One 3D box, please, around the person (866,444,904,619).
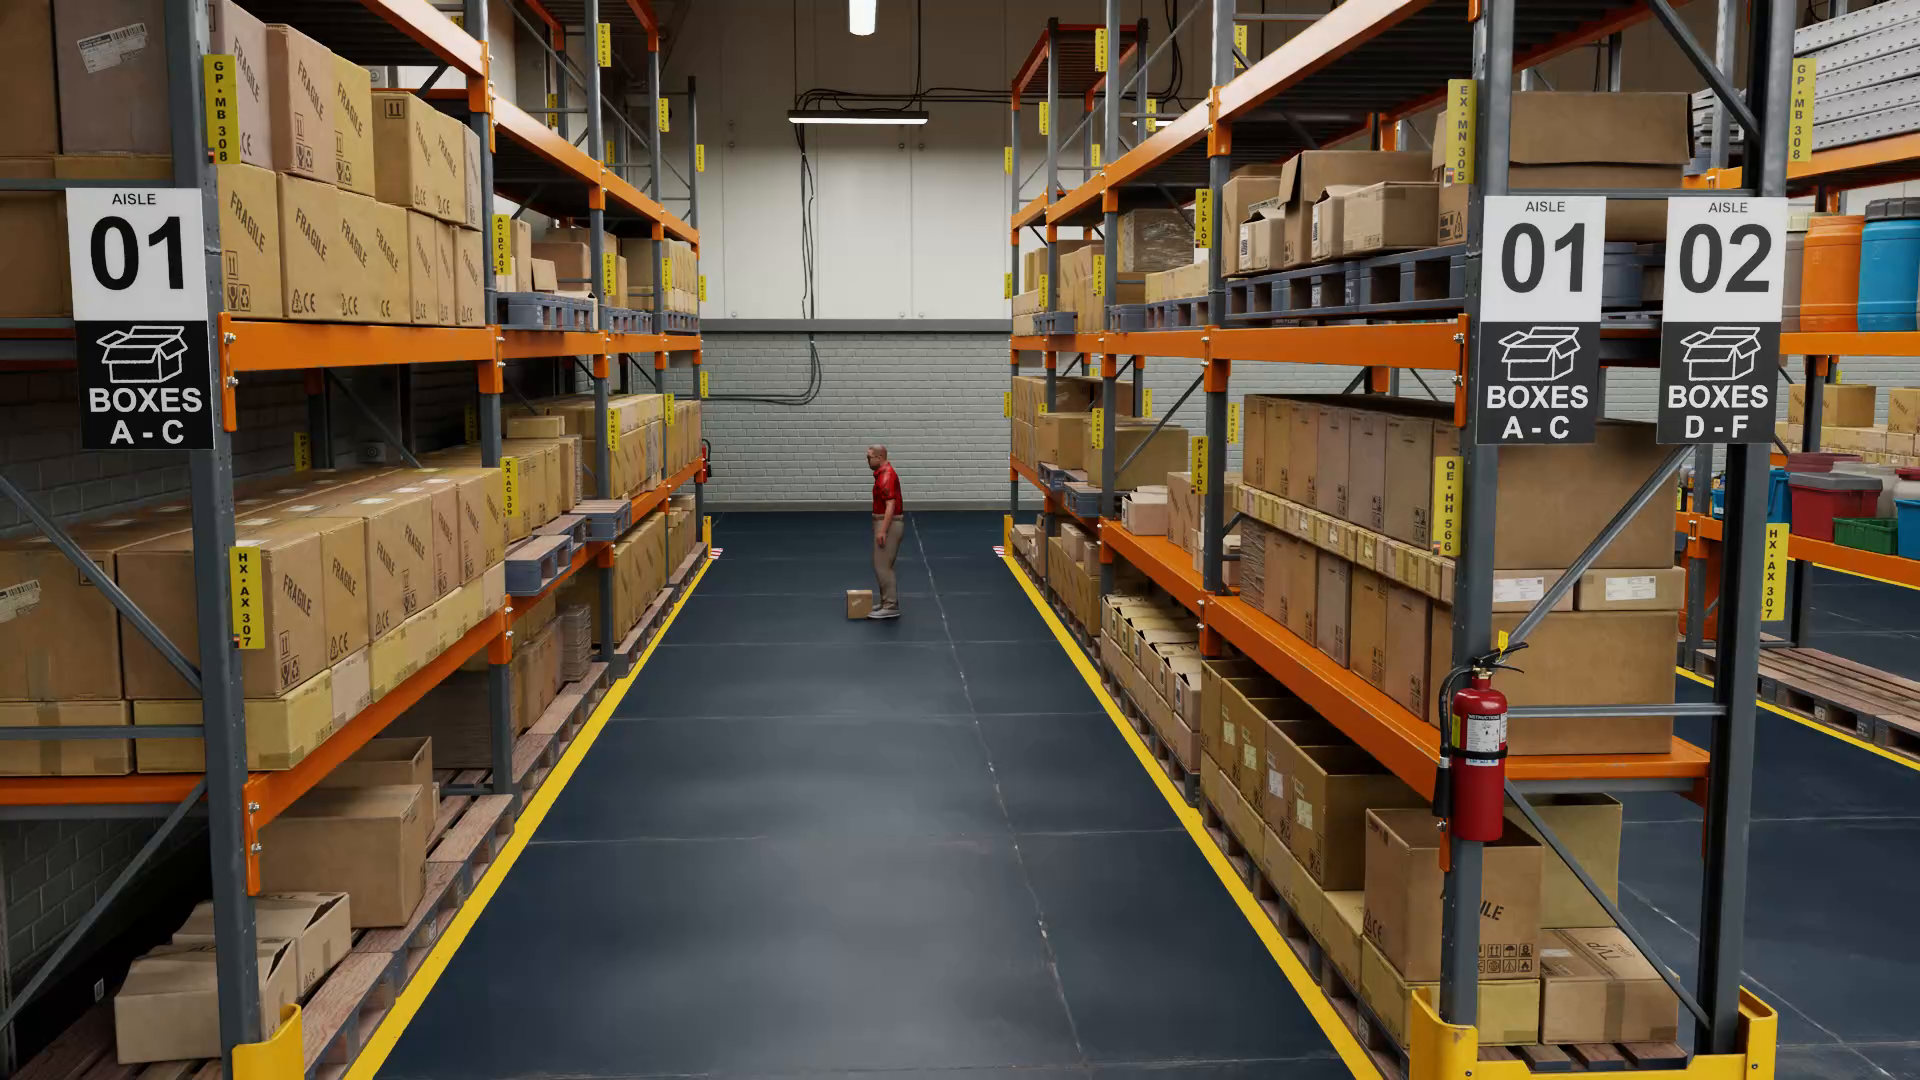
[{"bbox_3d":[-0.754,-0.095,16.600,0.388,1.726,0.587,0,7,-4],"label":"person"}]
